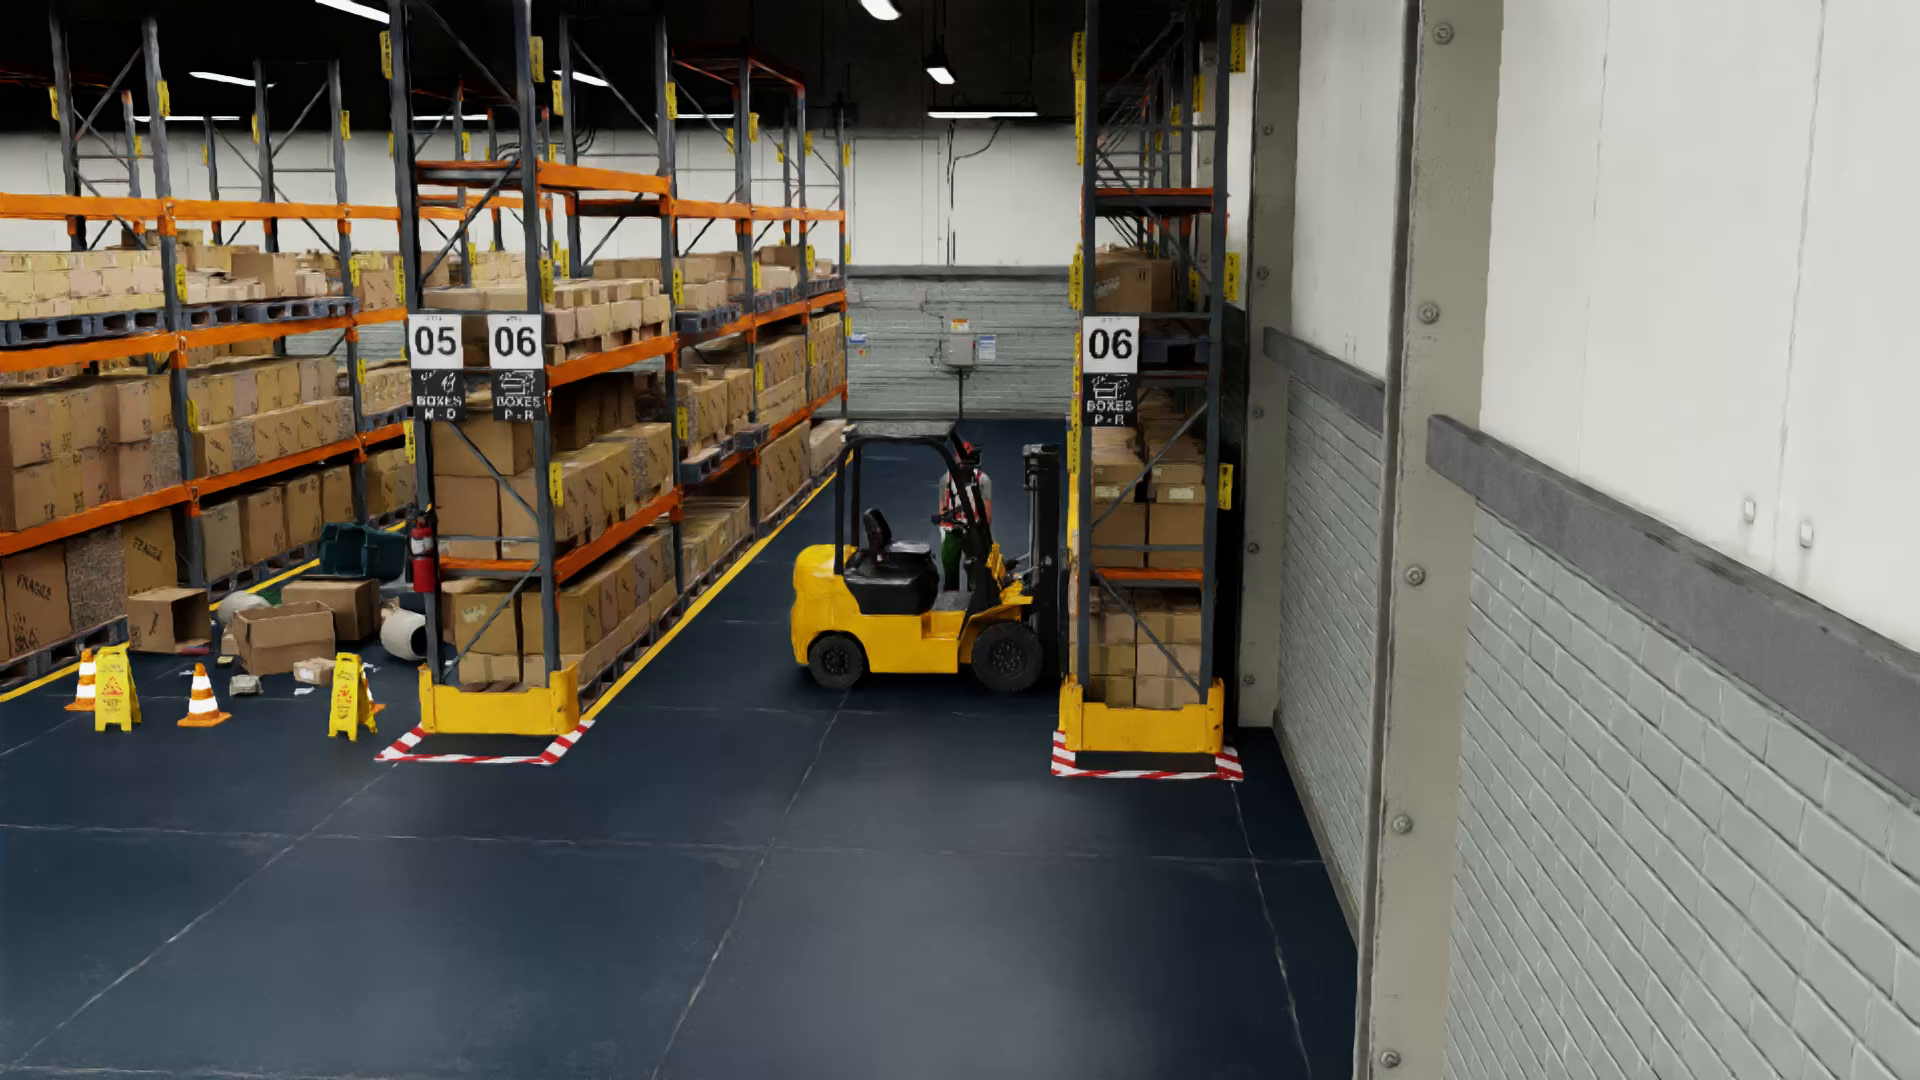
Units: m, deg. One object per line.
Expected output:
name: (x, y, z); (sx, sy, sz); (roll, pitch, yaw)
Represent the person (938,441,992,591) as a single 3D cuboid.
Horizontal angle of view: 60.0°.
person: (0.047, -0.077, 16.312); (0.525, 1.791, 0.341); (1, 11, 5)
